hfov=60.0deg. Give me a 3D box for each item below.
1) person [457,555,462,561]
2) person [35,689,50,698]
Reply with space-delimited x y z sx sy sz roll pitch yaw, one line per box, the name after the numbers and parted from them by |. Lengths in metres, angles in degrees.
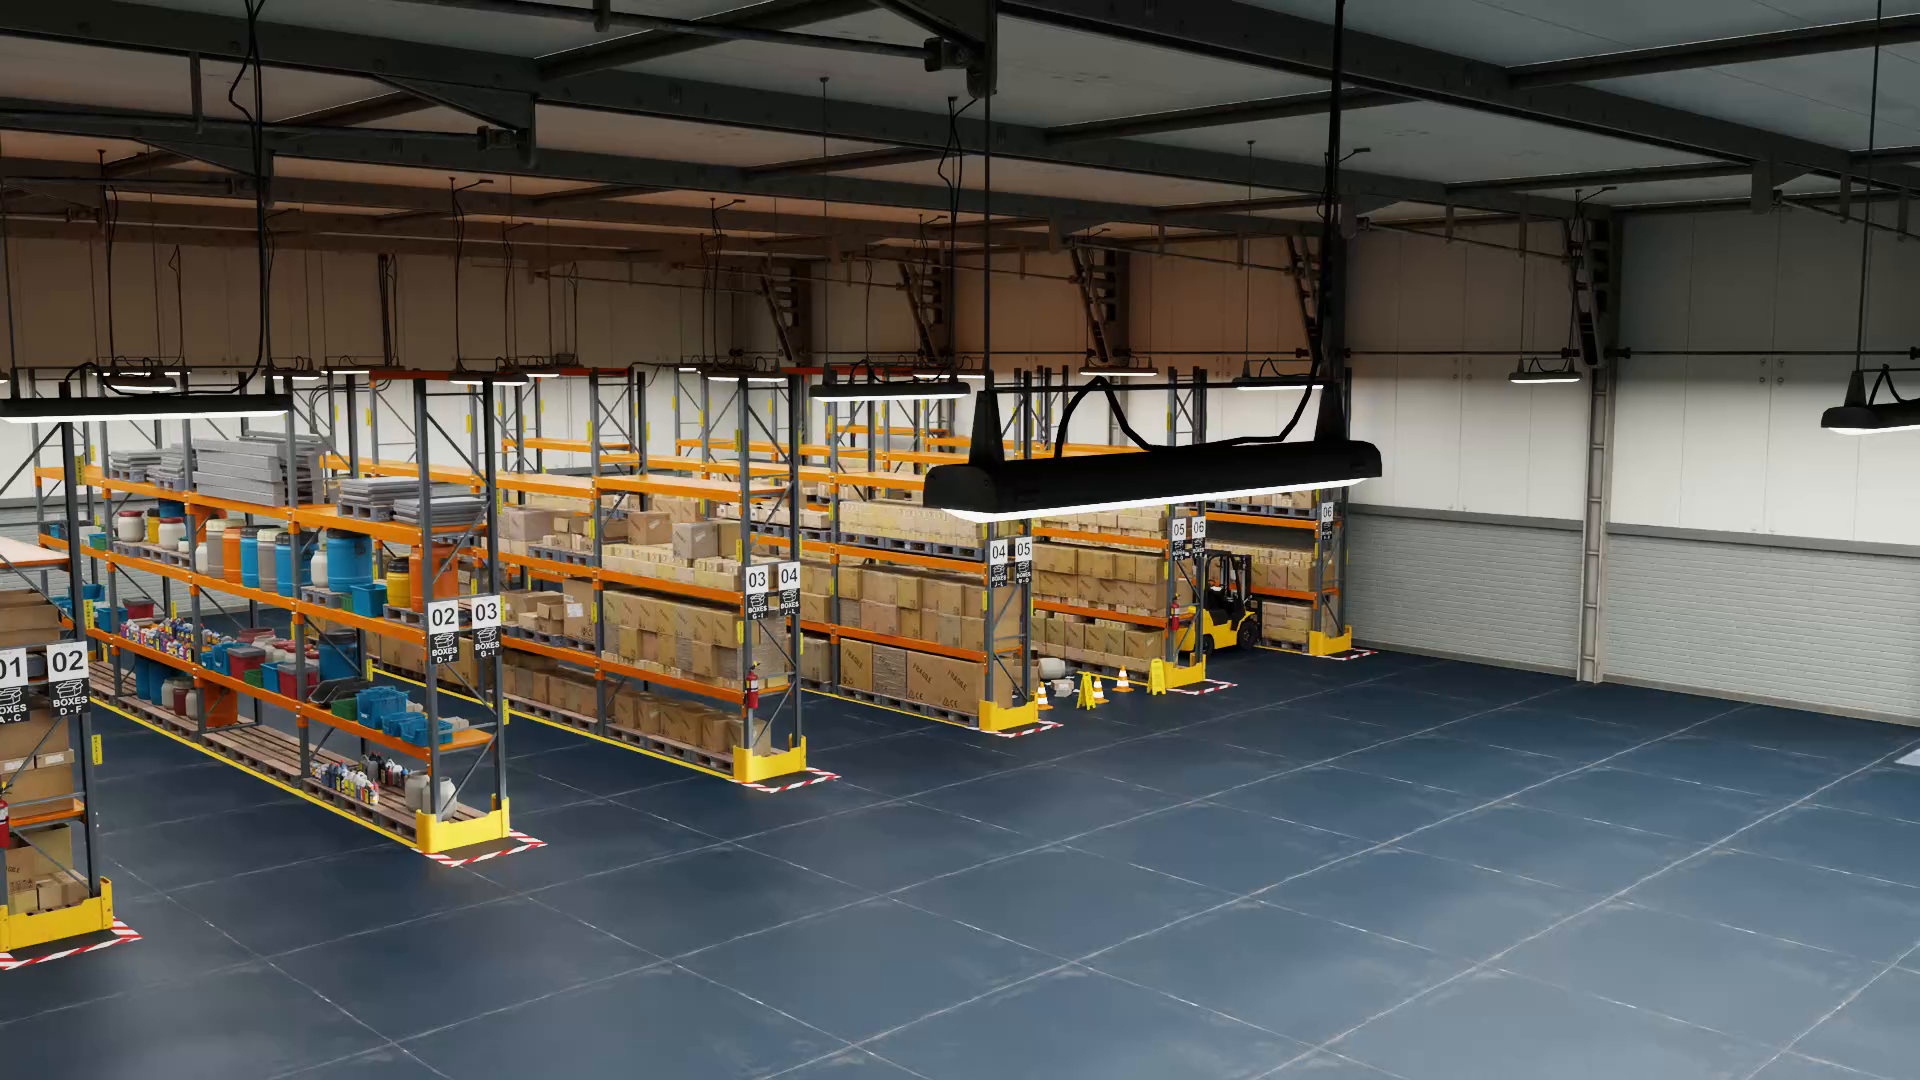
-11.844 1.146 38.992 0.604 1.588 0.664 3 7 26 | person
-14.543 2.525 26.571 0.680 1.677 0.693 6 9 43 | person
